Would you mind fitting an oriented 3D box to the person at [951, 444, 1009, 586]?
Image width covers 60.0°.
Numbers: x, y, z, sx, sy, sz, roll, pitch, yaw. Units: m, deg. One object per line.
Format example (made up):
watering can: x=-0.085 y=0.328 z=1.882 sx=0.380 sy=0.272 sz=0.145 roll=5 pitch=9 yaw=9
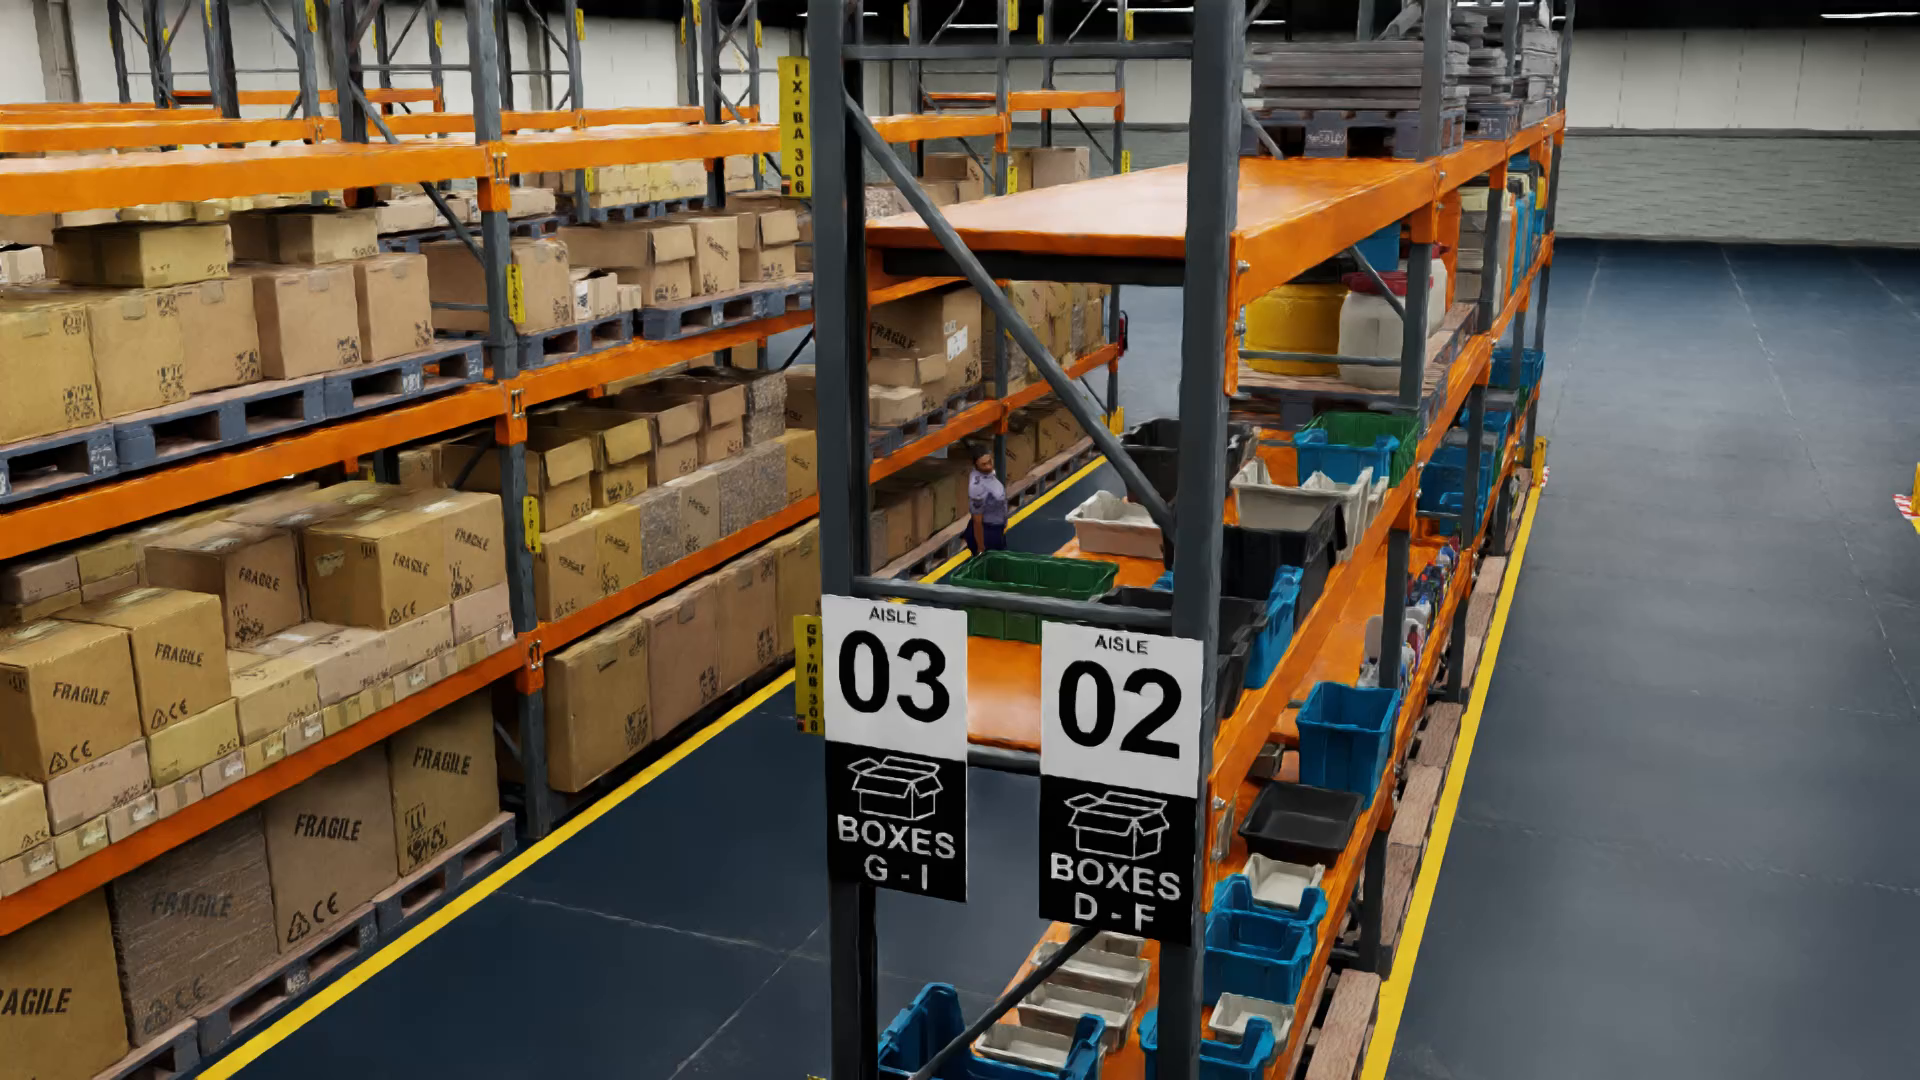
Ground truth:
person: x=0.203 y=-0.027 z=13.709 sx=0.579 sy=1.615 sz=0.564 roll=0 pitch=16 yaw=-1
